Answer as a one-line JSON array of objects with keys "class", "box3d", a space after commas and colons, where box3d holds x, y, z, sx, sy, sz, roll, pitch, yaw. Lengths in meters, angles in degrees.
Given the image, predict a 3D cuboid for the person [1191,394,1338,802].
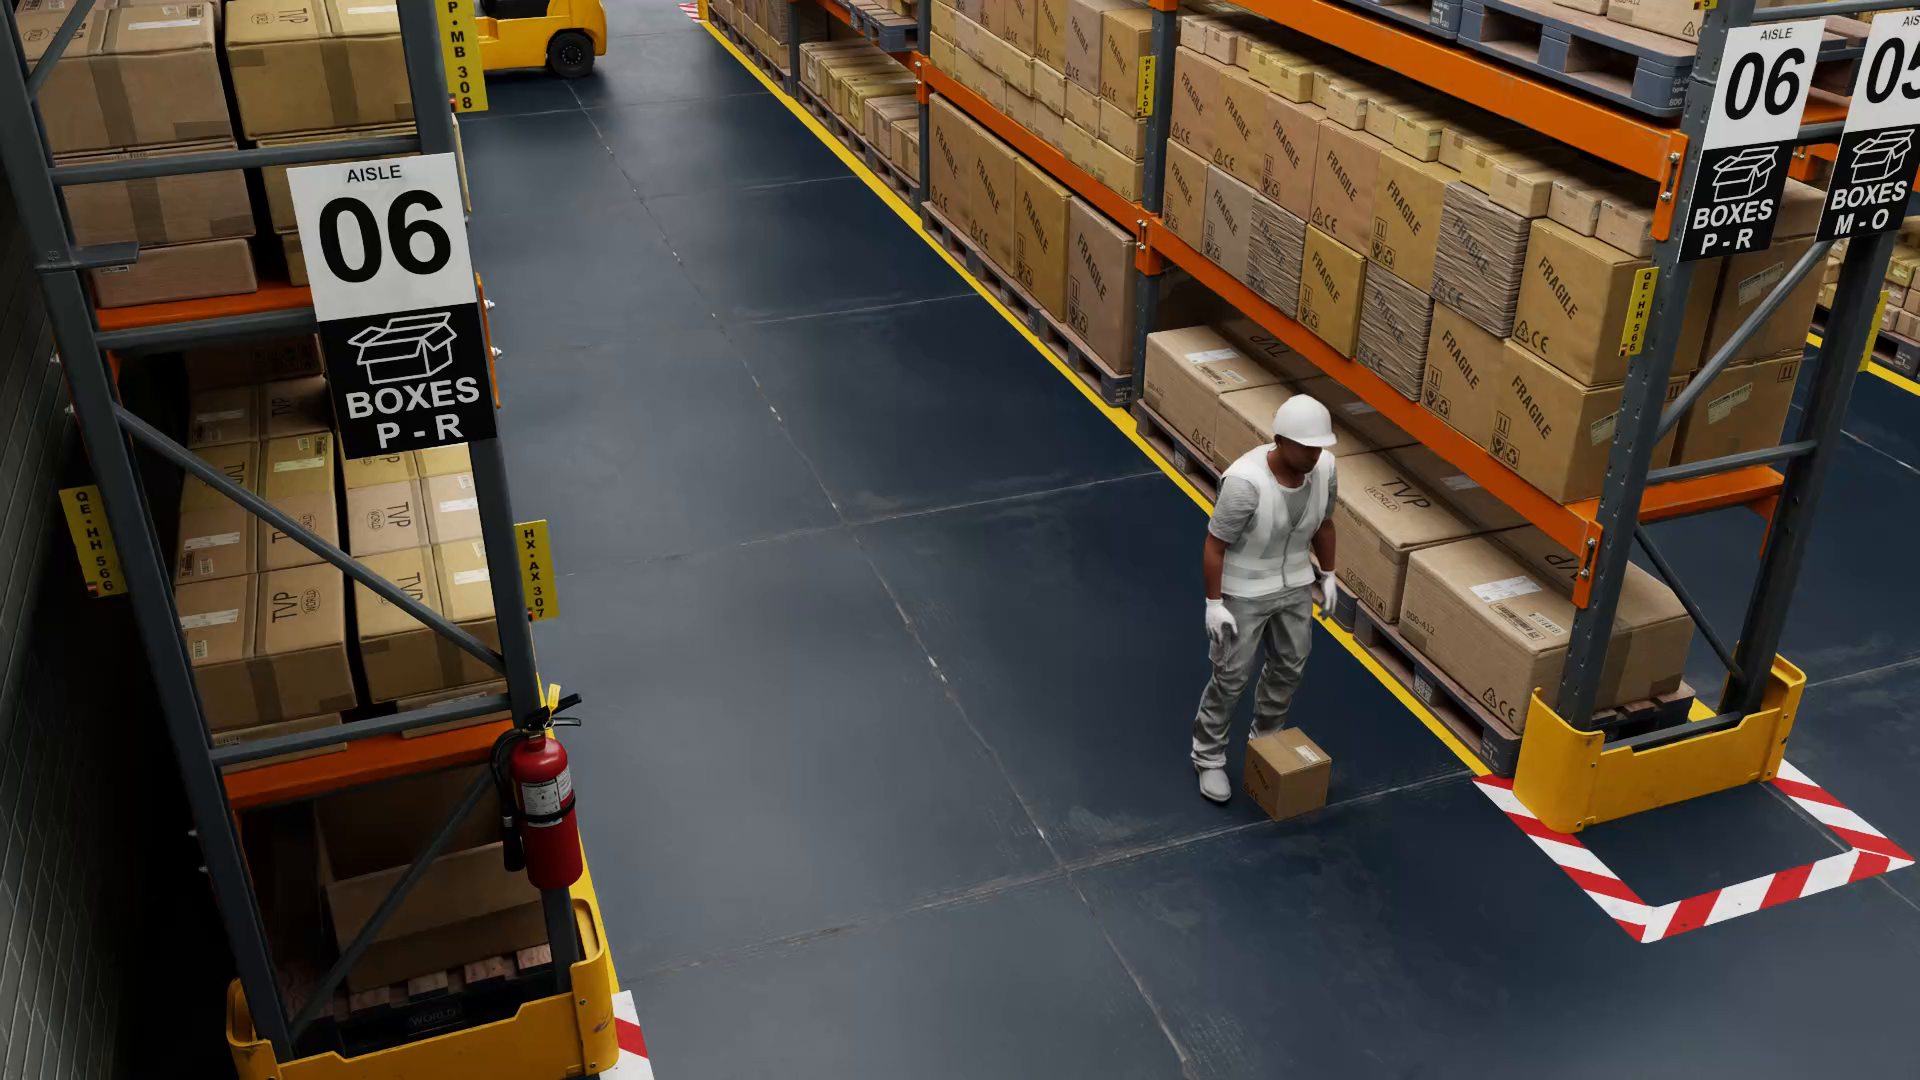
[{"class": "person", "box3d": [1.254, 0.215, 6.738, 0.633, 1.775, 0.447, -13, 32, -21]}]
